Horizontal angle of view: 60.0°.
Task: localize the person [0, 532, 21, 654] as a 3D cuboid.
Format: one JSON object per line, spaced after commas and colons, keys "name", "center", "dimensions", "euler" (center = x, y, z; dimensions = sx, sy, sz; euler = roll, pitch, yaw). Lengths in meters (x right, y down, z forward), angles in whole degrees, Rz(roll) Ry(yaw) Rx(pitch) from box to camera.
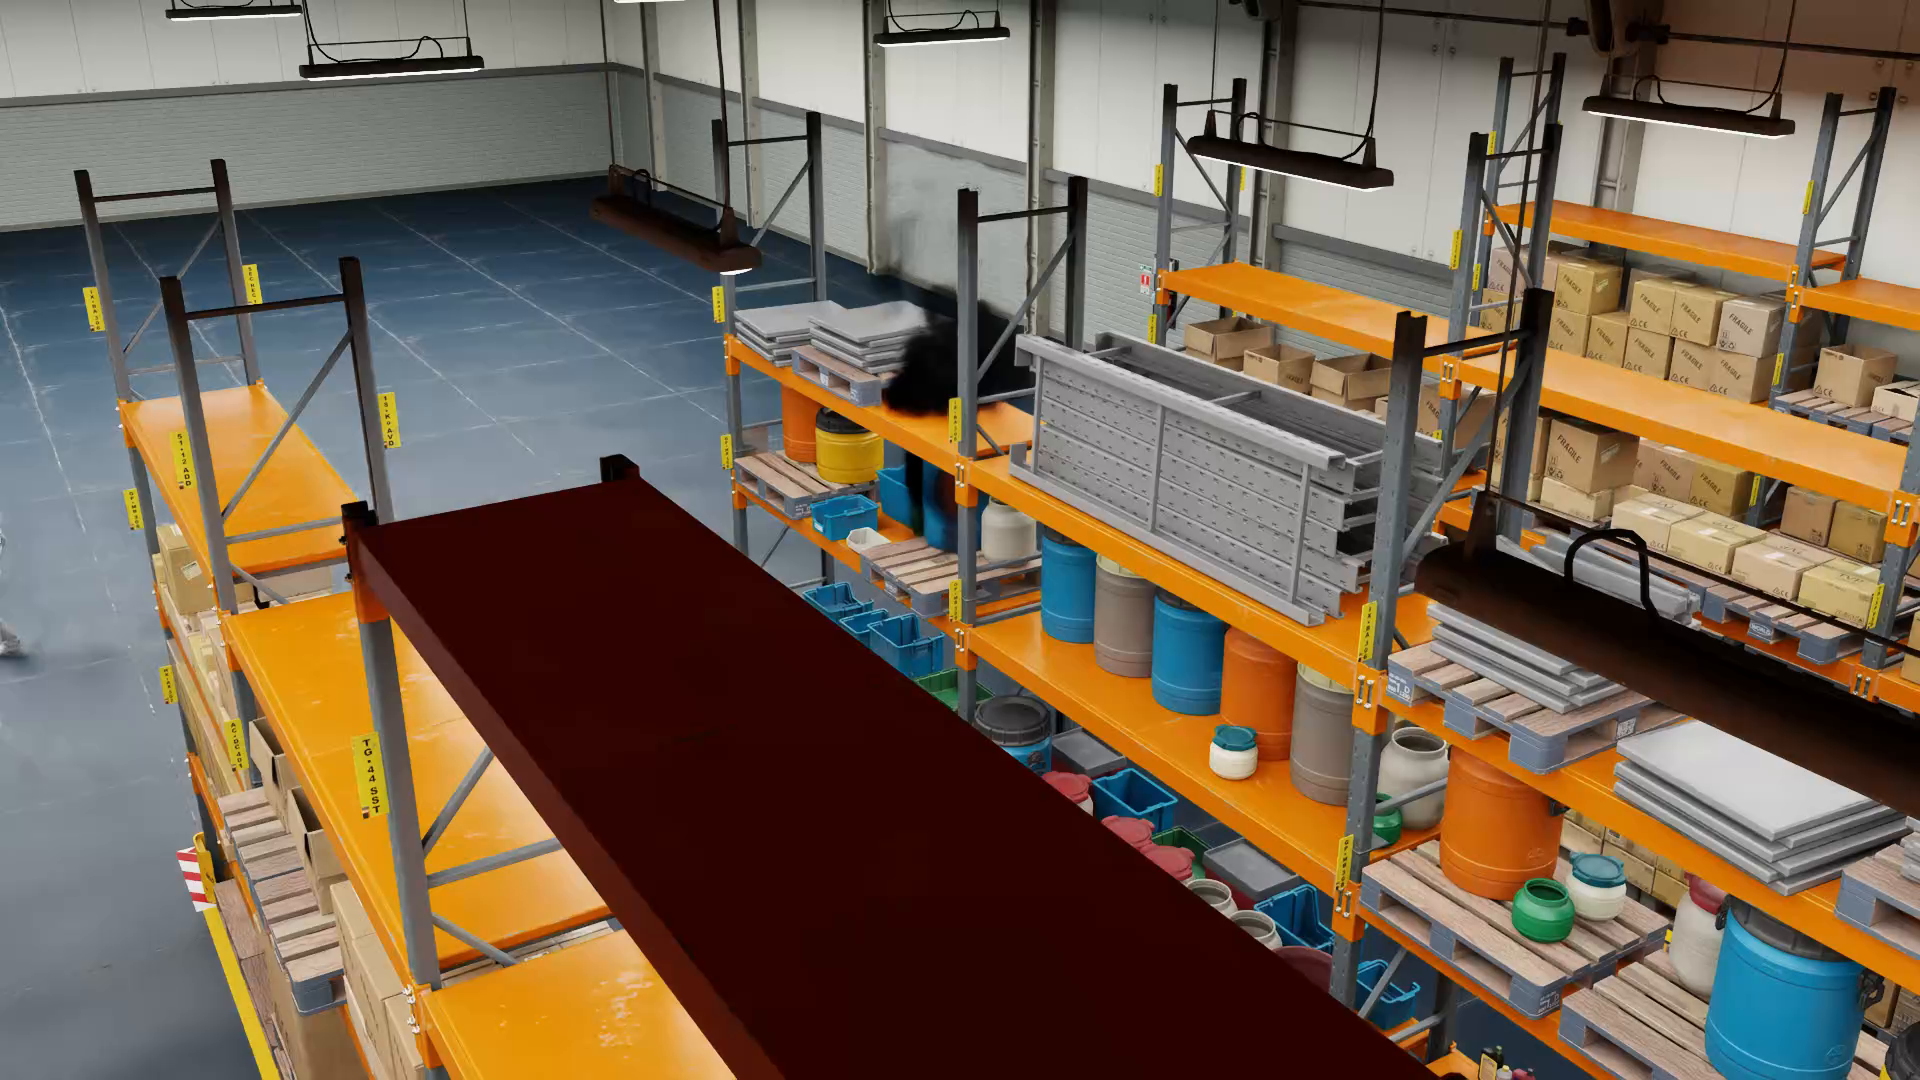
{"name": "person", "center": [-10.624, 0.443, 17.933], "dimensions": [0.715, 1.824, 0.637], "euler": [-1, 22, -3]}
